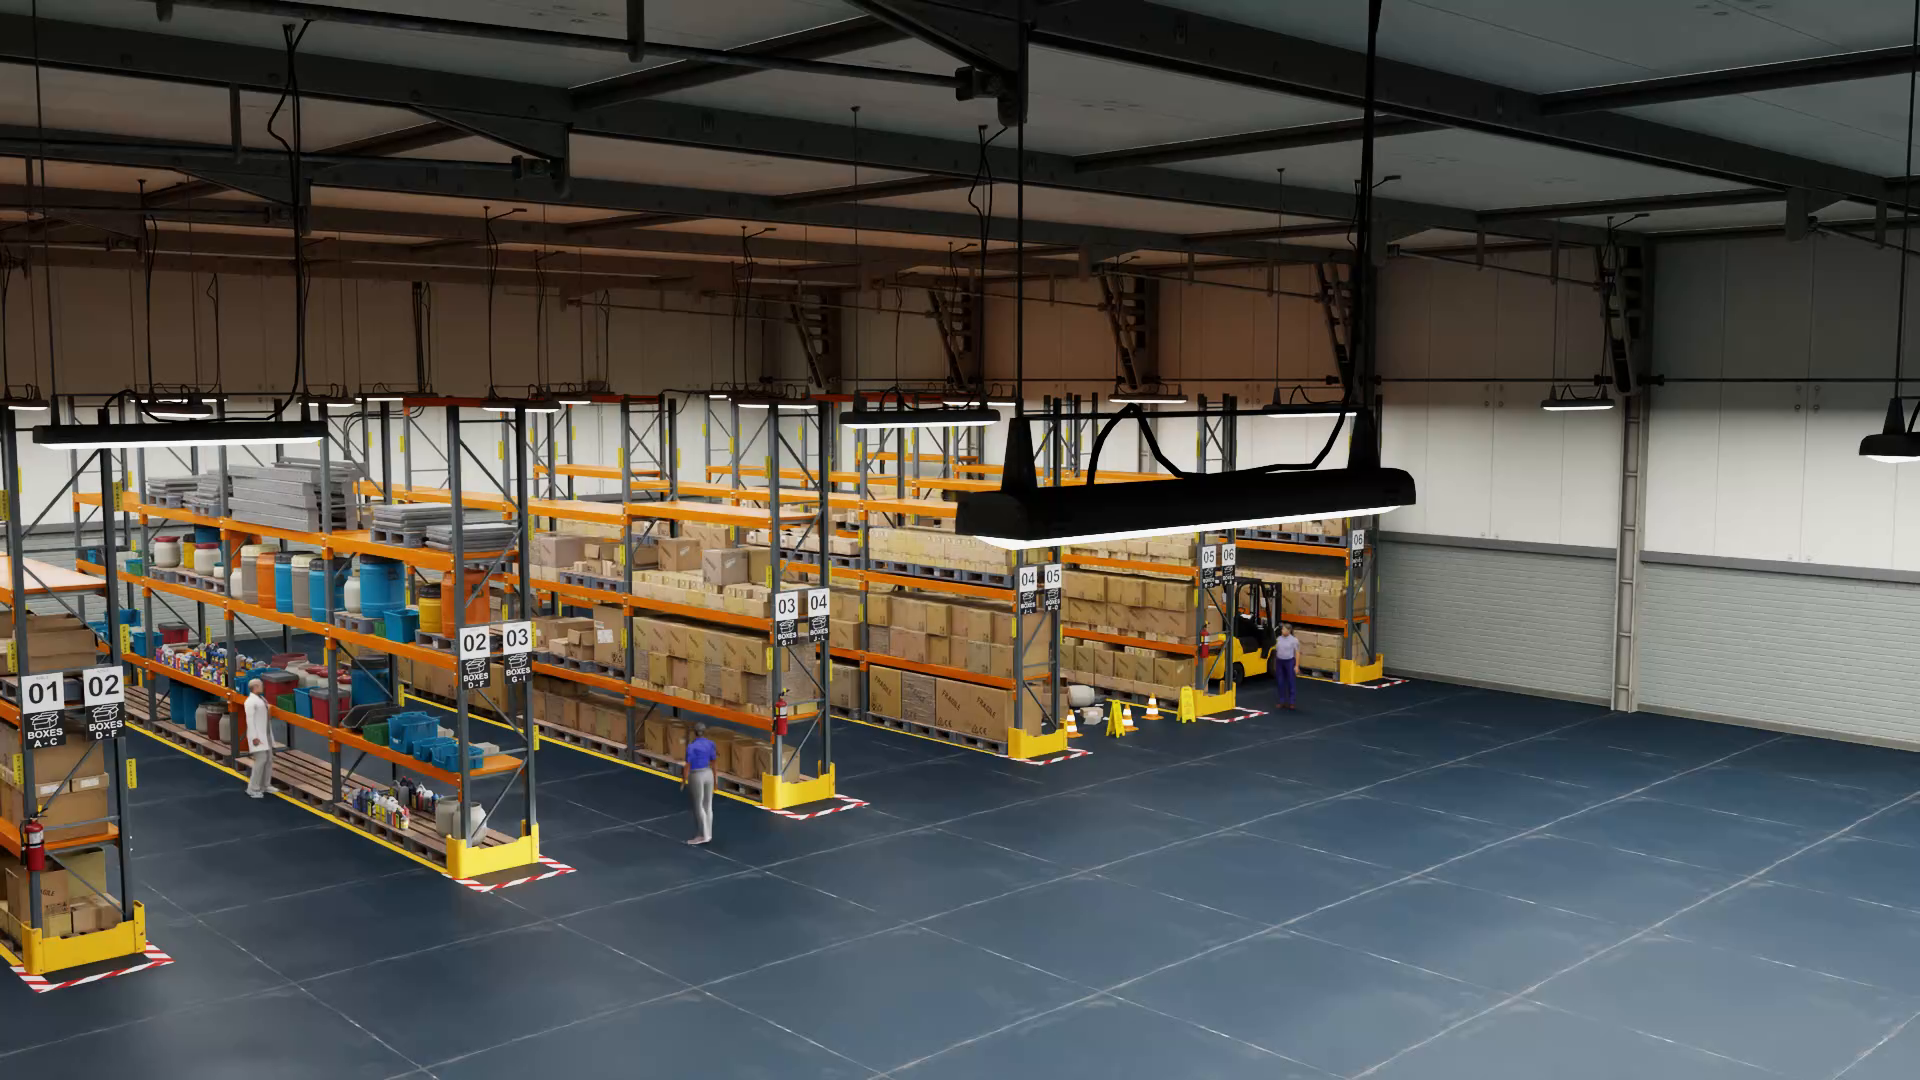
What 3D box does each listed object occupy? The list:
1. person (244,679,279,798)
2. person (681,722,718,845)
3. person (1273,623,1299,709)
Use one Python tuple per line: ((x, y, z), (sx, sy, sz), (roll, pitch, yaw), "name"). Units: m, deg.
((-10.672, 3.038, 25.436), (0.455, 1.860, 0.637), (1, 6, 6), "person")
((-3.548, 3.314, 22.742), (0.502, 1.677, 0.363), (-5, 7, -42), "person")
((6.286, 2.429, 32.009), (0.538, 1.676, 0.383), (4, 7, 33), "person")
